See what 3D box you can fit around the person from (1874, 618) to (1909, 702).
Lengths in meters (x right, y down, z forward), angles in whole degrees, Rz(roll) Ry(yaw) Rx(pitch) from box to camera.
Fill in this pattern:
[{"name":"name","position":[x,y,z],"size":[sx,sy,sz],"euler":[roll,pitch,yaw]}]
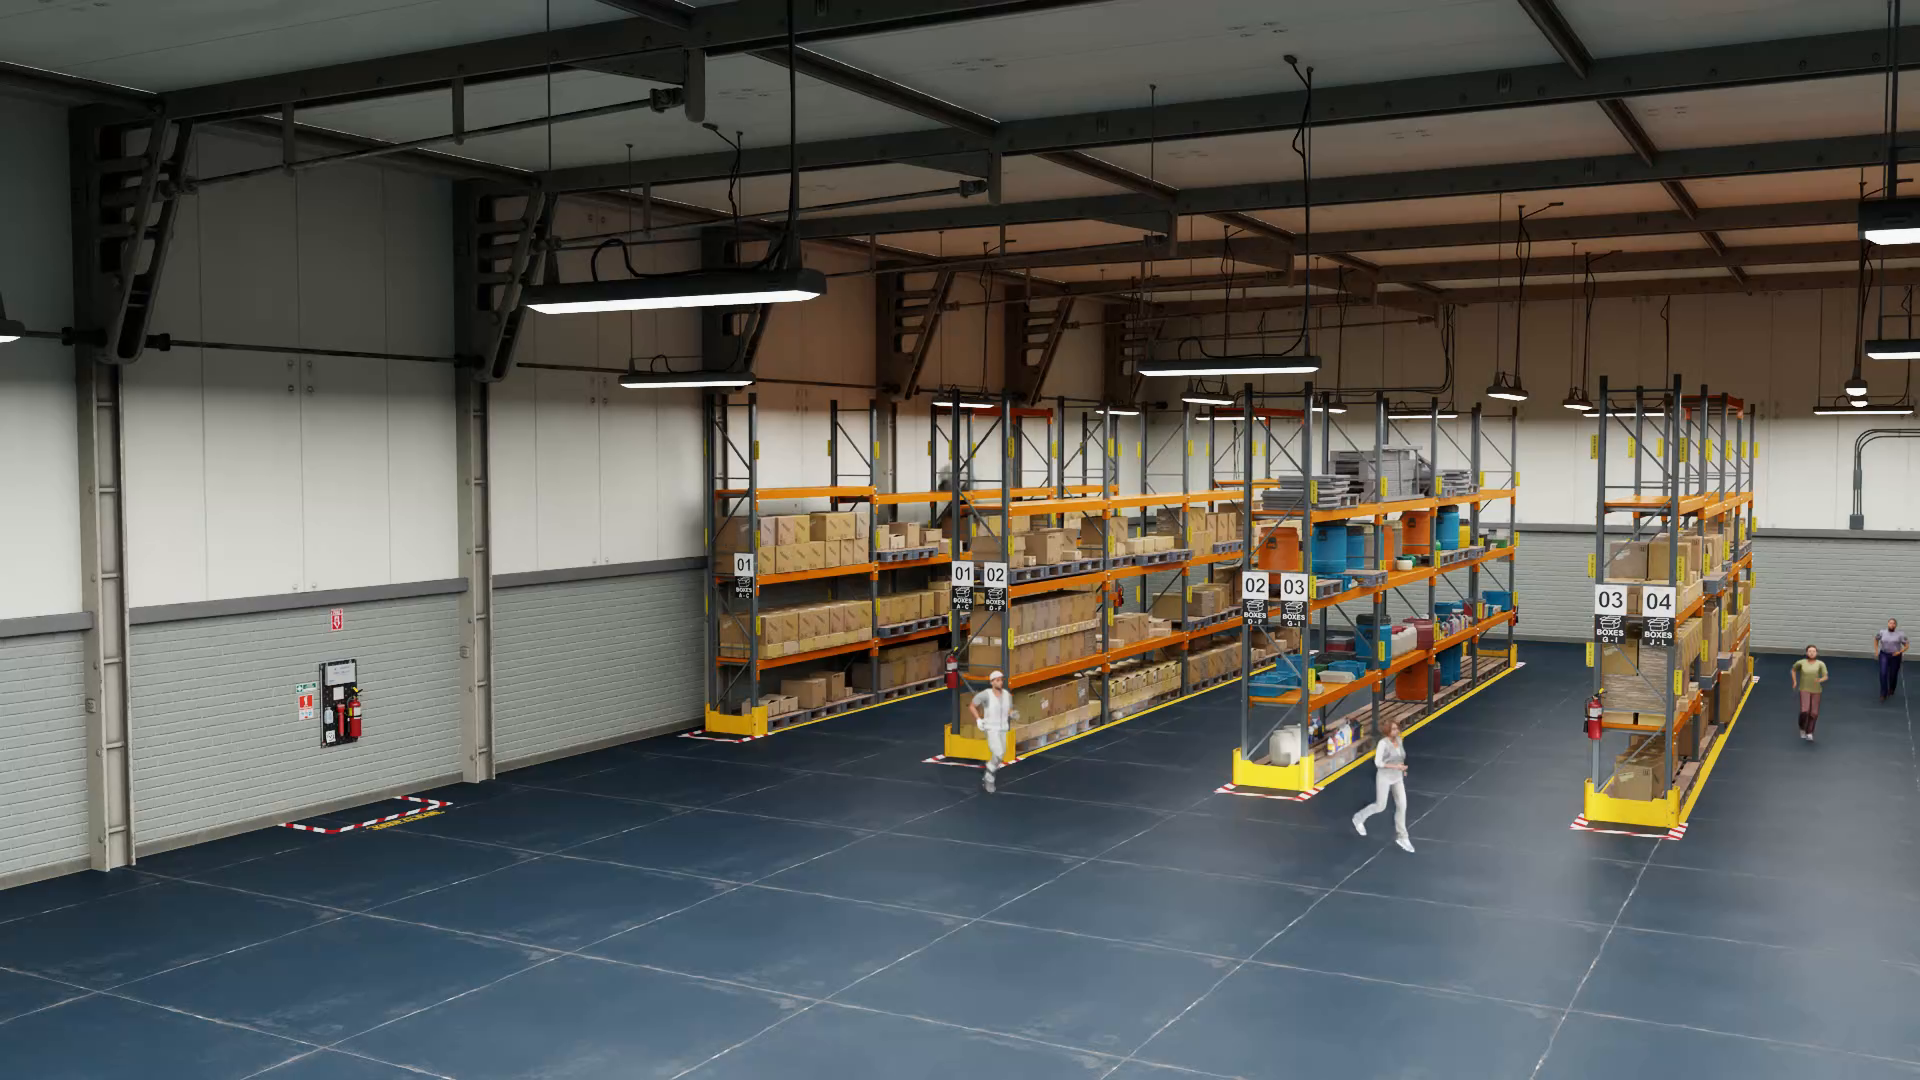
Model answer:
[{"name":"person","position":[18.685,2.400,33.379],"size":[0.627,1.674,0.866],"euler":[2,4,32]}]

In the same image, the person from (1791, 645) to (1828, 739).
[{"name":"person","position":[14.610,2.620,28.589],"size":[0.554,1.636,0.625],"euler":[1,3,21]}]

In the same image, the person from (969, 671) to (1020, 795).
[{"name":"person","position":[0.538,2.800,24.263],"size":[0.631,1.788,0.720],"euler":[-2,4,-34]}]

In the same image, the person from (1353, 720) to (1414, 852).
[{"name":"person","position":[5.398,3.065,21.052],"size":[0.550,1.610,0.885],"euler":[-2,4,-30]}]
